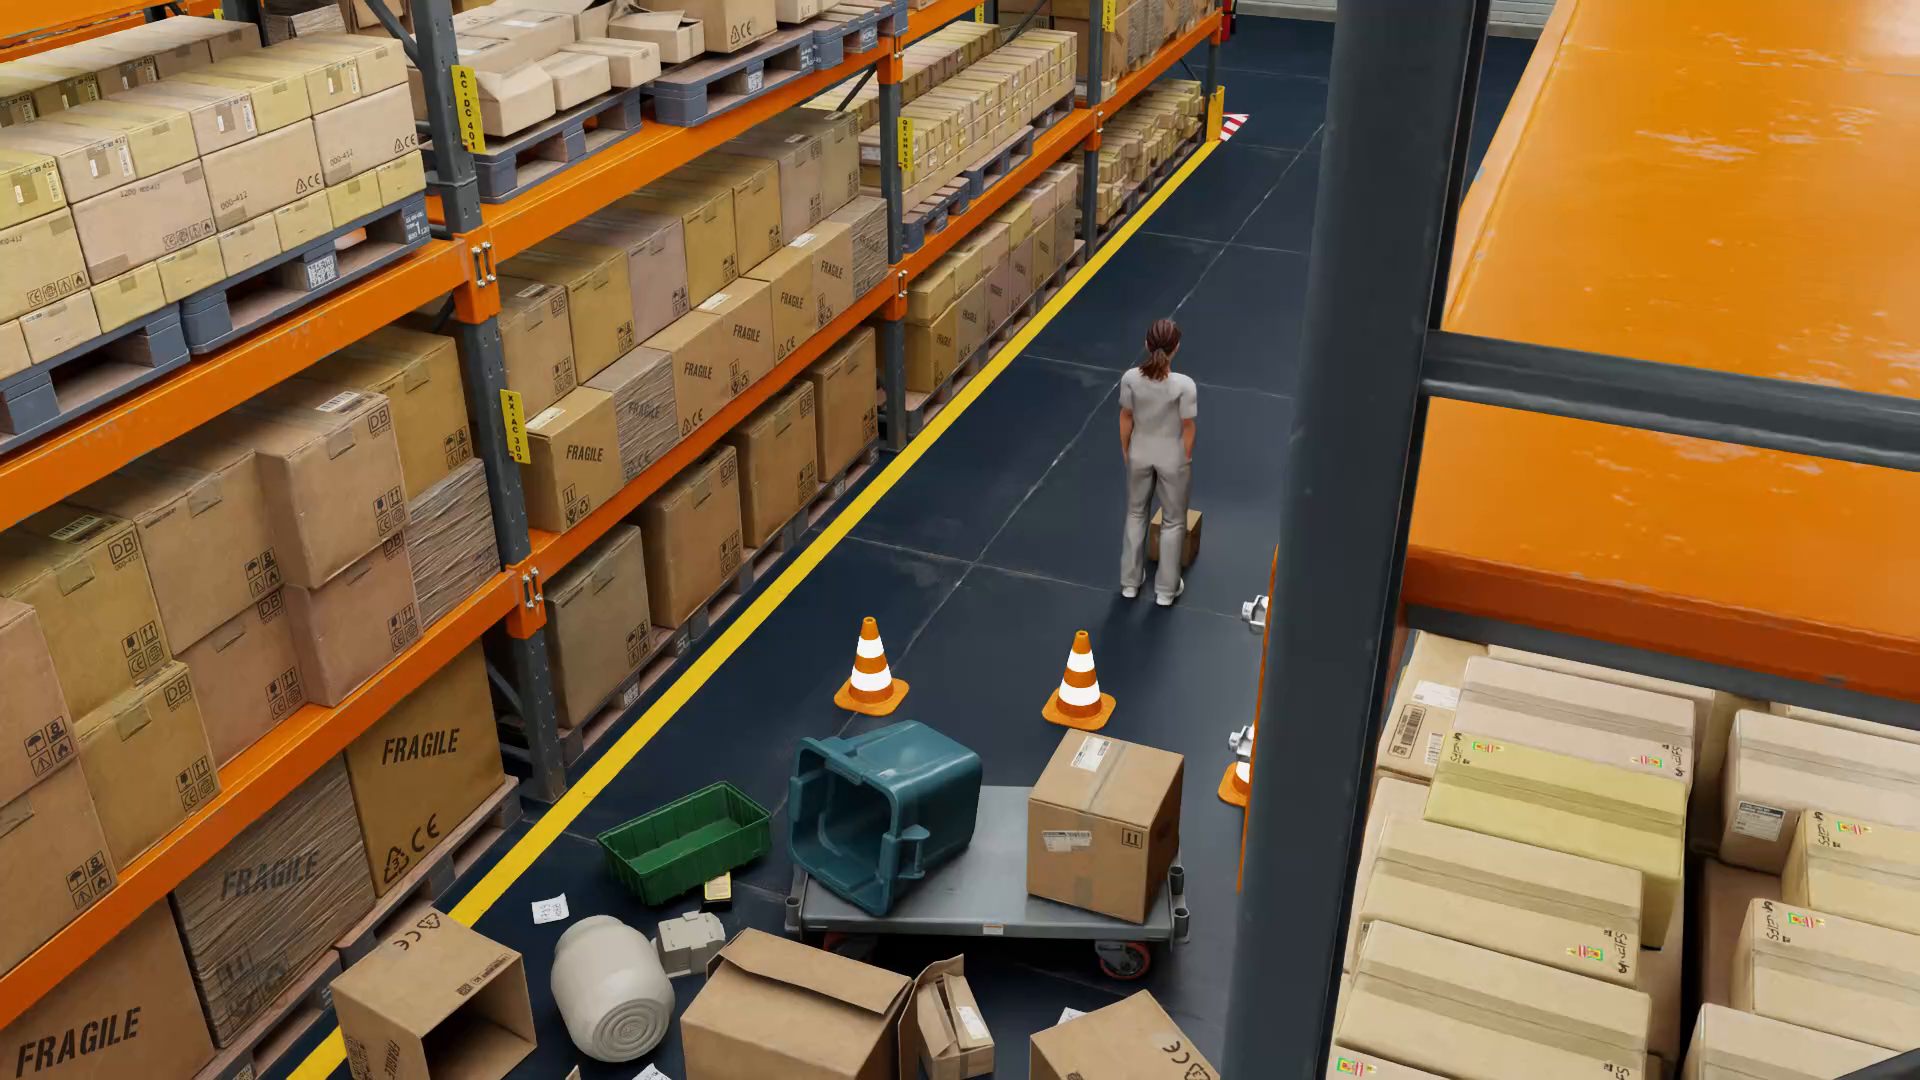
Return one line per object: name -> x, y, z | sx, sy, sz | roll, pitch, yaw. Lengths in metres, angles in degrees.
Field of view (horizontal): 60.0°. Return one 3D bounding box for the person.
person -> 1.074, -0.426, 9.152 | 0.440, 1.678, 0.365 | 12, 32, 20
